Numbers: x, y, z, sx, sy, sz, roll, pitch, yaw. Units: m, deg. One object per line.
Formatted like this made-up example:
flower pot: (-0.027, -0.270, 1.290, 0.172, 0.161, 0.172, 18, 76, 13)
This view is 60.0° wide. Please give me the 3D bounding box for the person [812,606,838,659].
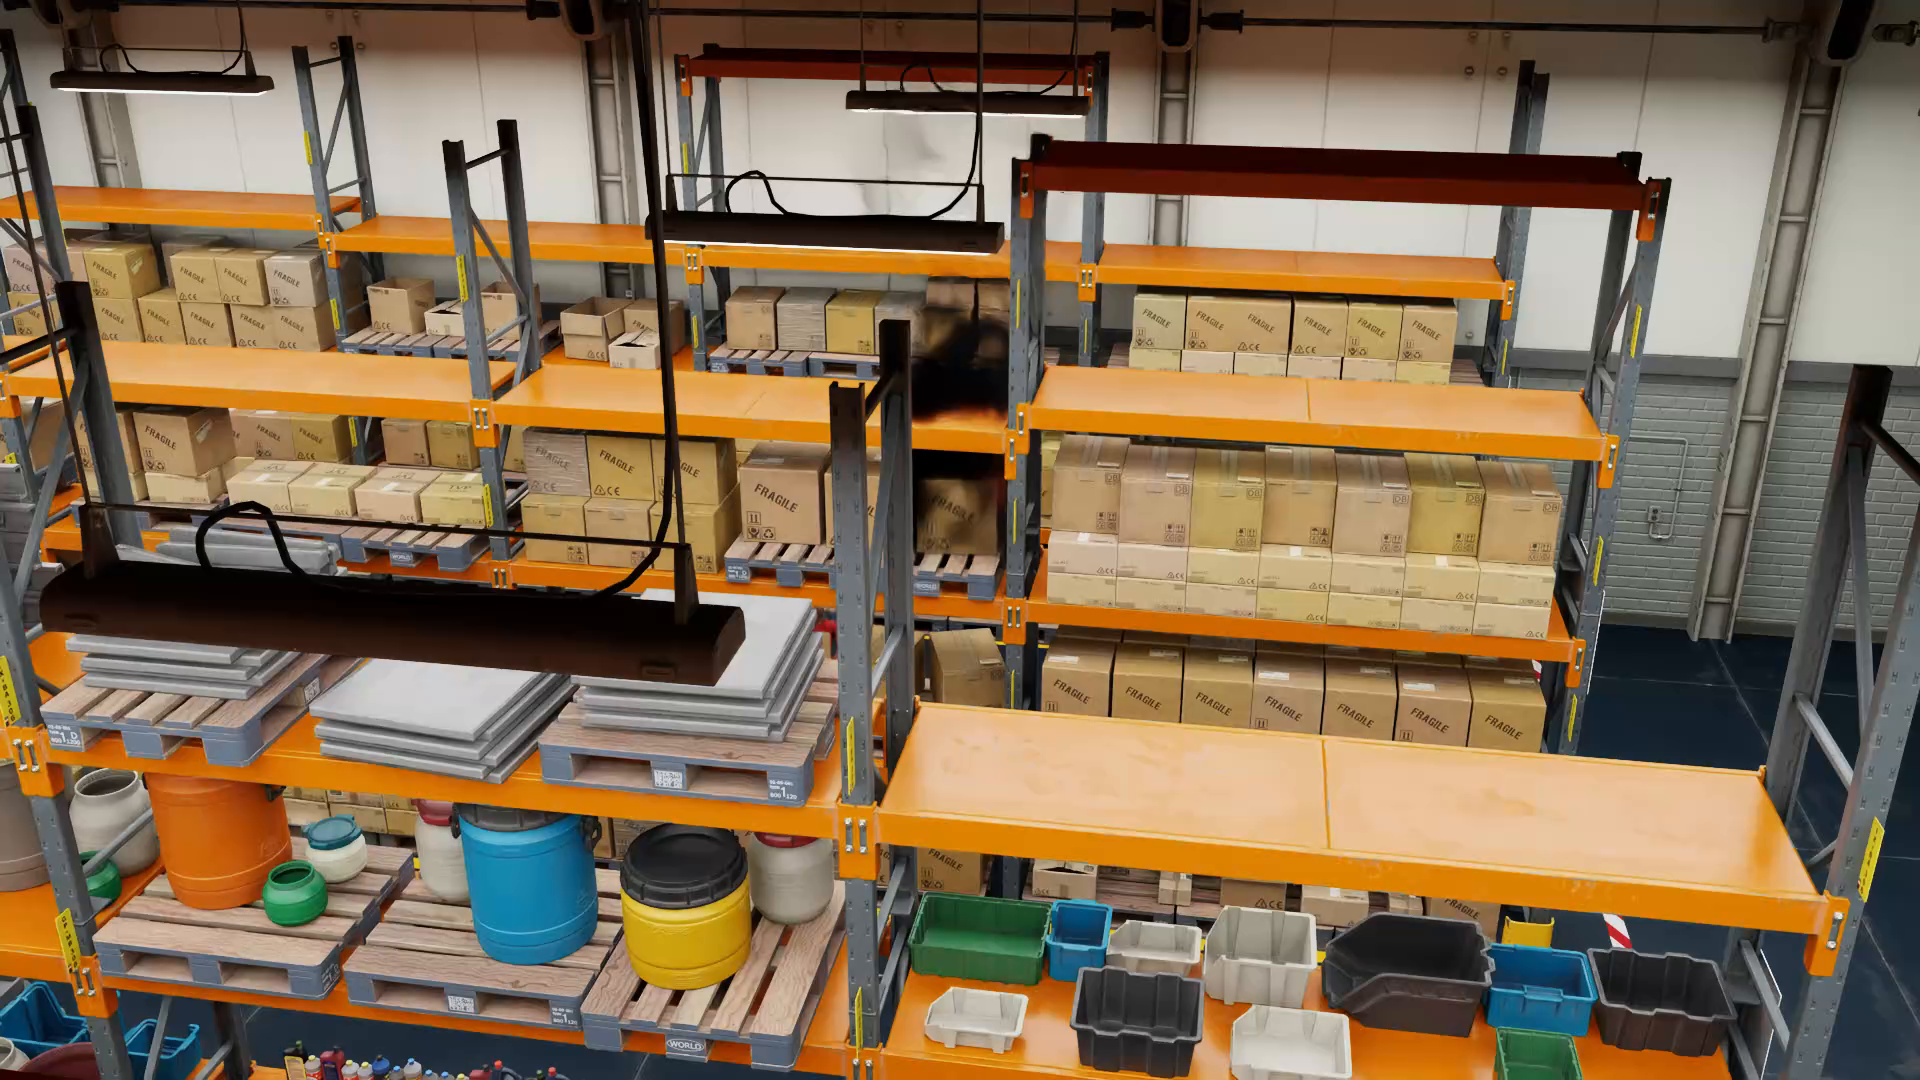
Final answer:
person: (-1.249, 1.373, 14.933, 0.890, 1.775, 0.637, 3, 23, 7)
